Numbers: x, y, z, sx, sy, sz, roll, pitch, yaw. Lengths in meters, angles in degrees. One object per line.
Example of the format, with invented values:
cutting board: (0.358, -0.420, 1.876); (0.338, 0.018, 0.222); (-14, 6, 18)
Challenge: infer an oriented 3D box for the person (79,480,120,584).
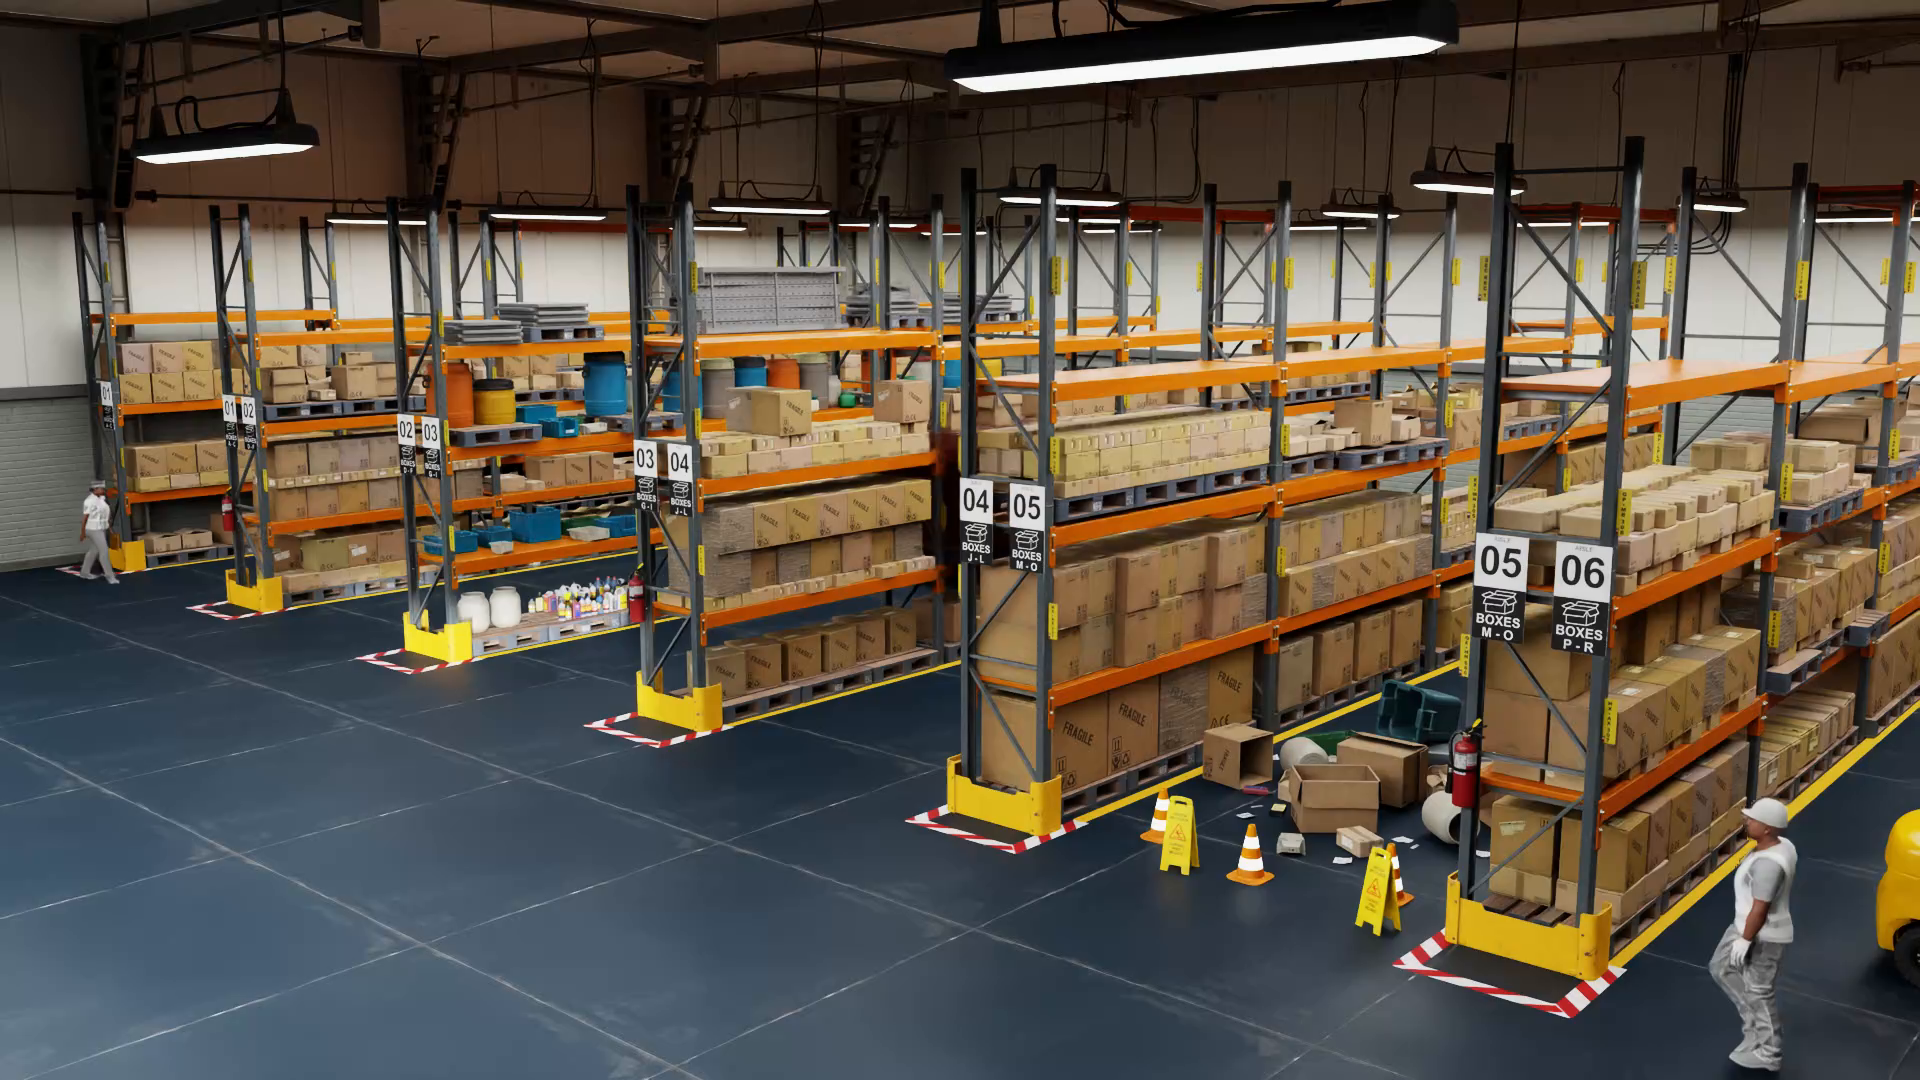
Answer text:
person: (-14.101, -0.144, 27.207); (0.758, 1.664, 0.543); (0, 9, -2)

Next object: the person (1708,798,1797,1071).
person: (5.103, 2.532, 10.667); (0.471, 1.811, 0.567); (3, 10, 17)
